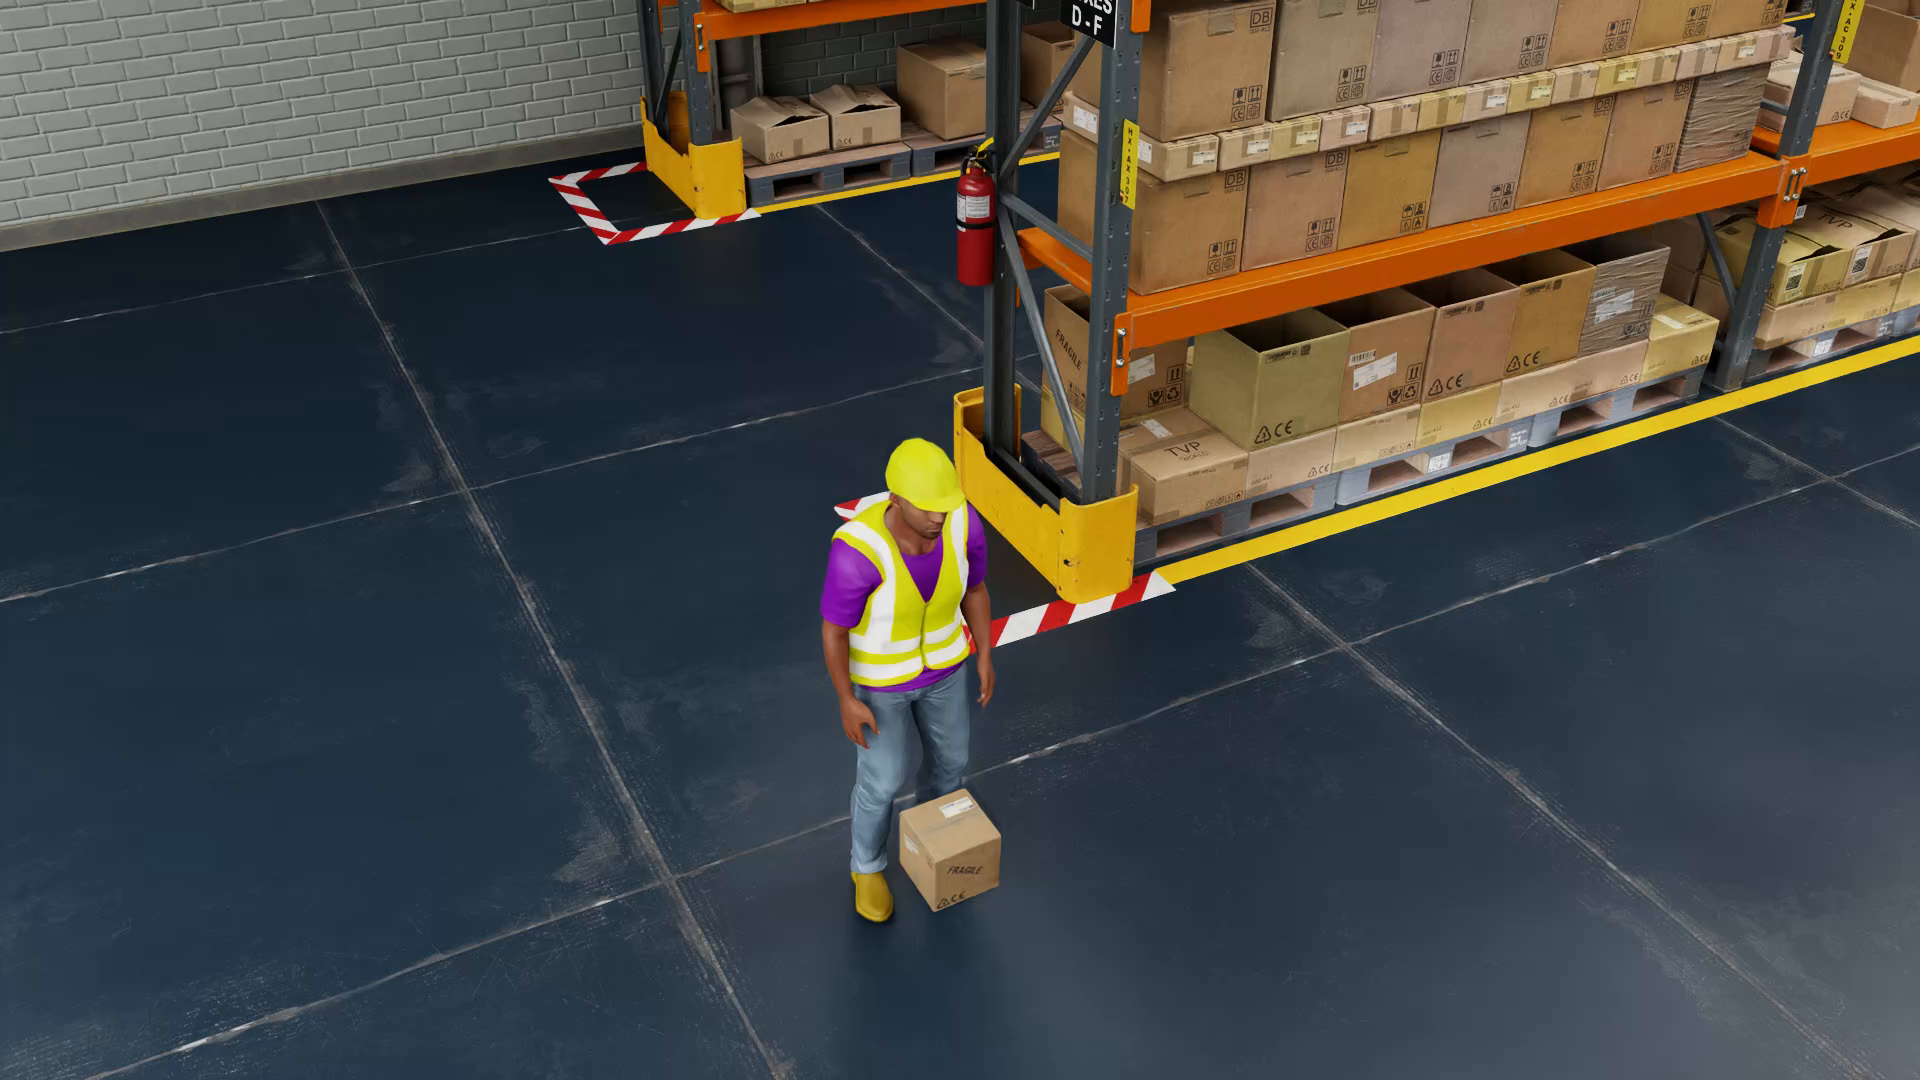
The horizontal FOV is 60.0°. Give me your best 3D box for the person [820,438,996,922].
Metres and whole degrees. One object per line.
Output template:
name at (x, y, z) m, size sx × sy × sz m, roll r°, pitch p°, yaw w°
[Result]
person at (-0.157, 0.435, 5.446) m, size 0.601 × 1.763 × 0.443 m, roll -17°, pitch 37°, yaw -24°
